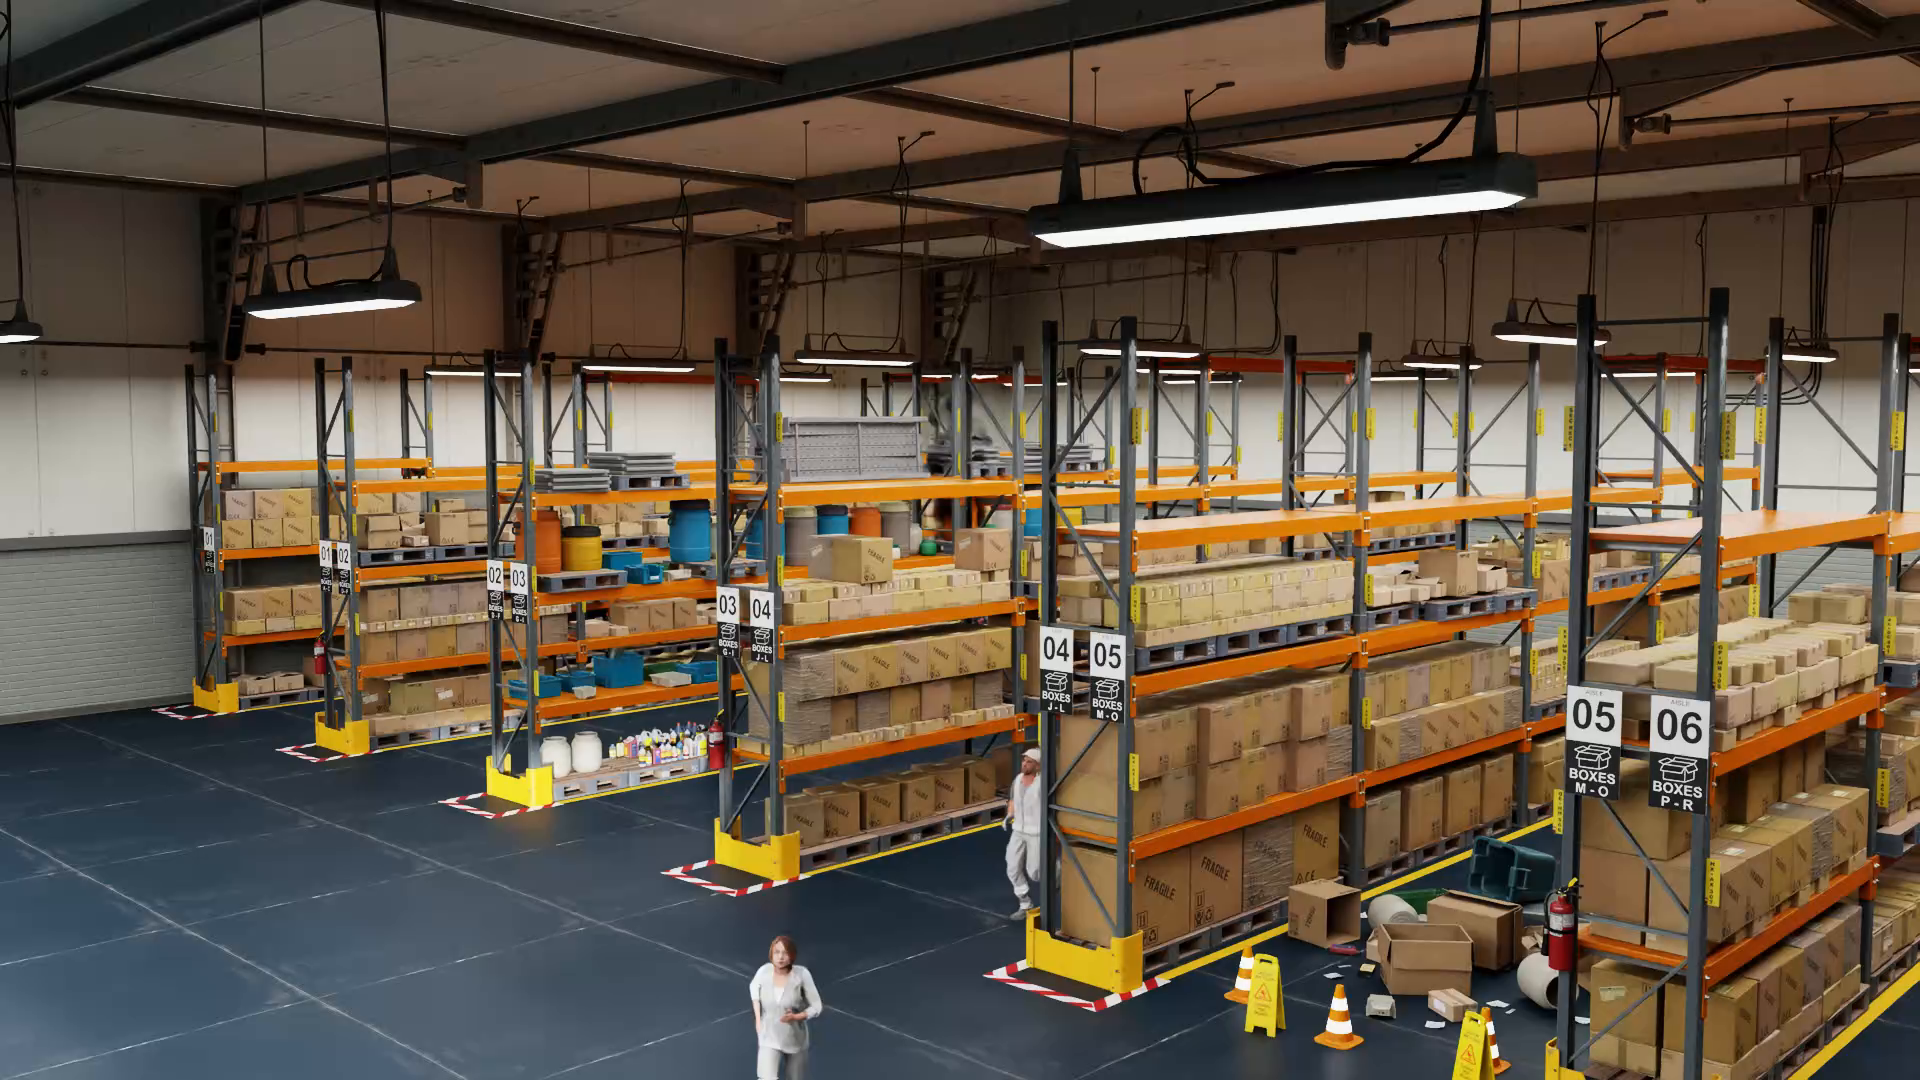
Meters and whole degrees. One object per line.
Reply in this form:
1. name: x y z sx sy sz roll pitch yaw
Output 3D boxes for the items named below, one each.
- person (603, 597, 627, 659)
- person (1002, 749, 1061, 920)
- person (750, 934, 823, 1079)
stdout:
1. person: -6.416 1.881 31.337 0.639 1.824 0.734 4 6 43
2. person: 0.761 3.000 17.133 0.676 1.724 0.675 3 5 36
3. person: -1.201 3.503 11.507 0.513 1.635 0.759 0 4 -3
